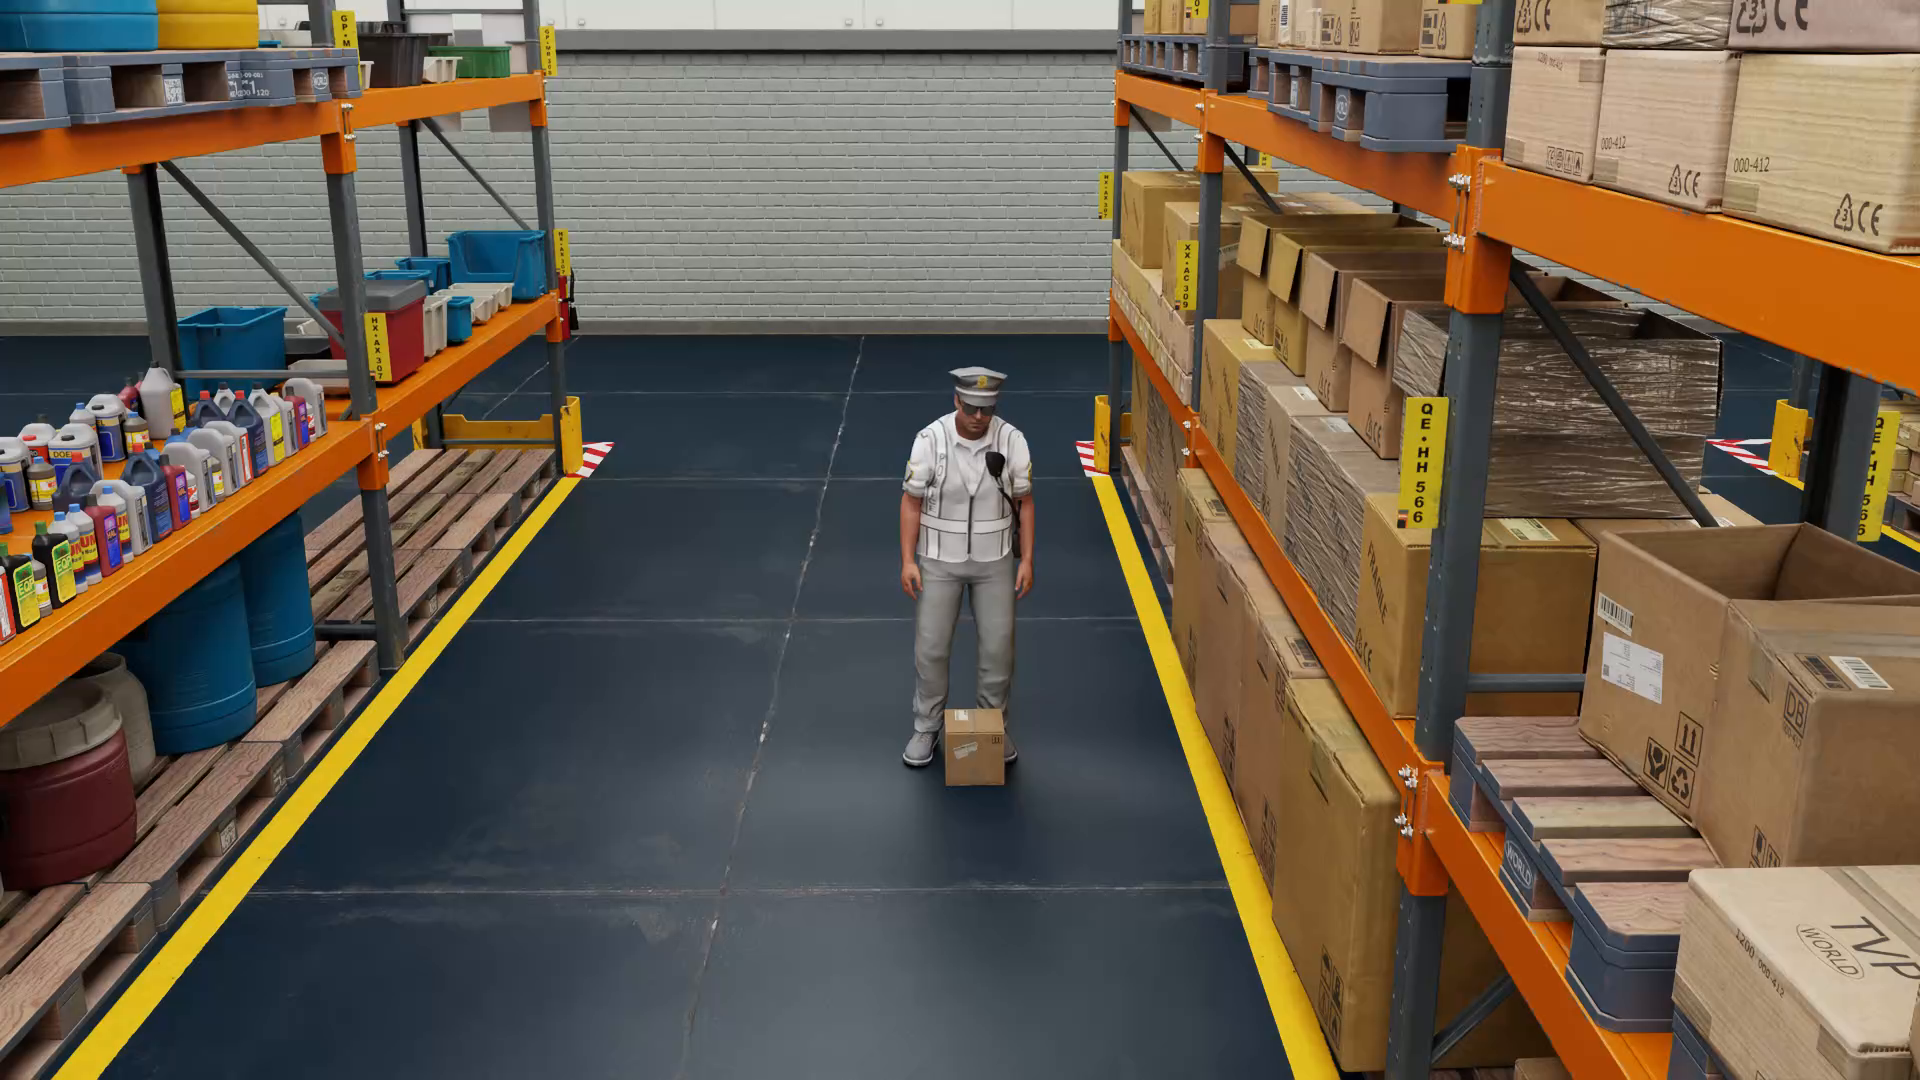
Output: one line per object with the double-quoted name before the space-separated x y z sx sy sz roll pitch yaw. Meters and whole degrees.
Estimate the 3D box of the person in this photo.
"person" 0.032 0.095 7.222 0.589 1.746 0.438 -1 17 -5
